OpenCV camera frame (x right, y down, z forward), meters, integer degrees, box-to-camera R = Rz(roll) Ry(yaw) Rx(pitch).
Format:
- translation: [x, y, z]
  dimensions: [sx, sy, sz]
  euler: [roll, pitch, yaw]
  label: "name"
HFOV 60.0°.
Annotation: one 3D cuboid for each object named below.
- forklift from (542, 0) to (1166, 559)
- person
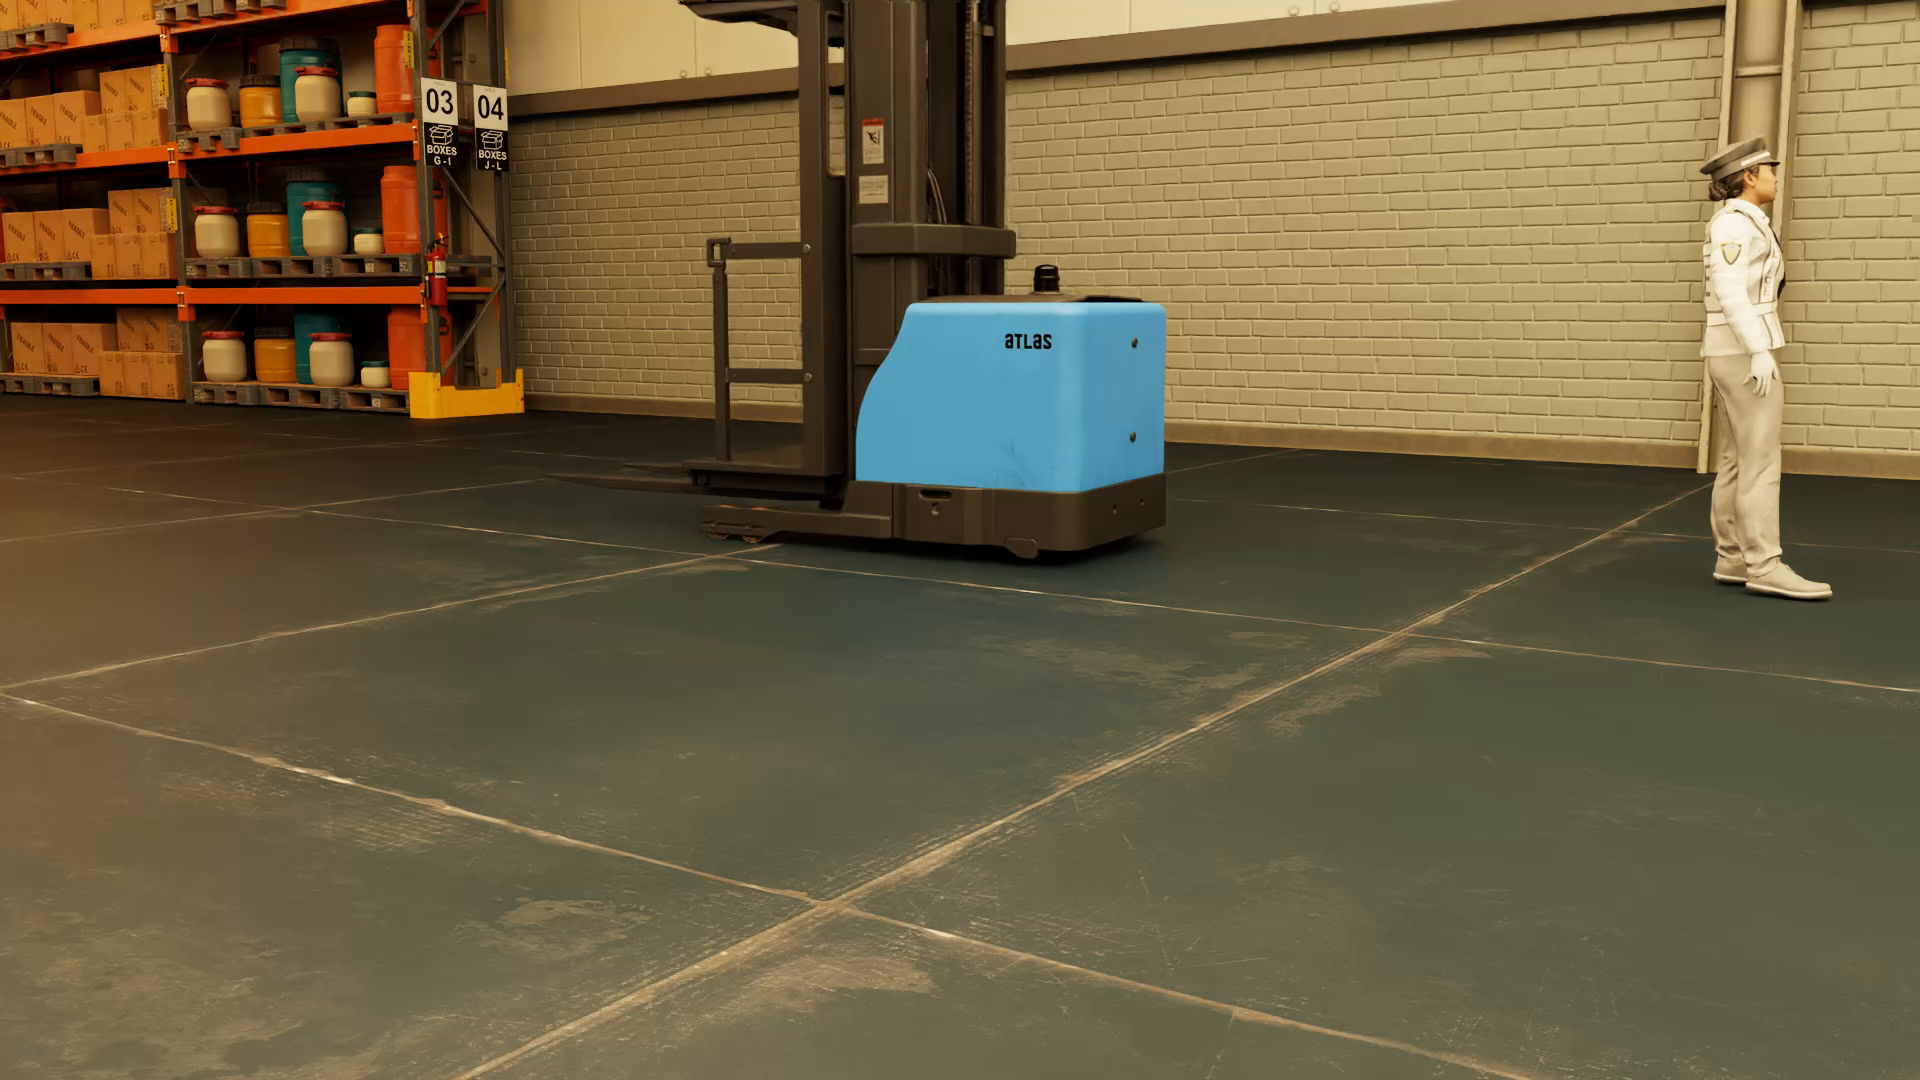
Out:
- translation: [-0.606, -1.495, 7.707]
  dimensions: [3.031, 2.935, 1.130]
  euler: [4, 9, 28]
  label: "forklift"
- translation: [3.020, -0.670, 6.241]
  dimensions: [0.532, 1.695, 0.586]
  euler: [4, 9, 24]
  label: "person"
